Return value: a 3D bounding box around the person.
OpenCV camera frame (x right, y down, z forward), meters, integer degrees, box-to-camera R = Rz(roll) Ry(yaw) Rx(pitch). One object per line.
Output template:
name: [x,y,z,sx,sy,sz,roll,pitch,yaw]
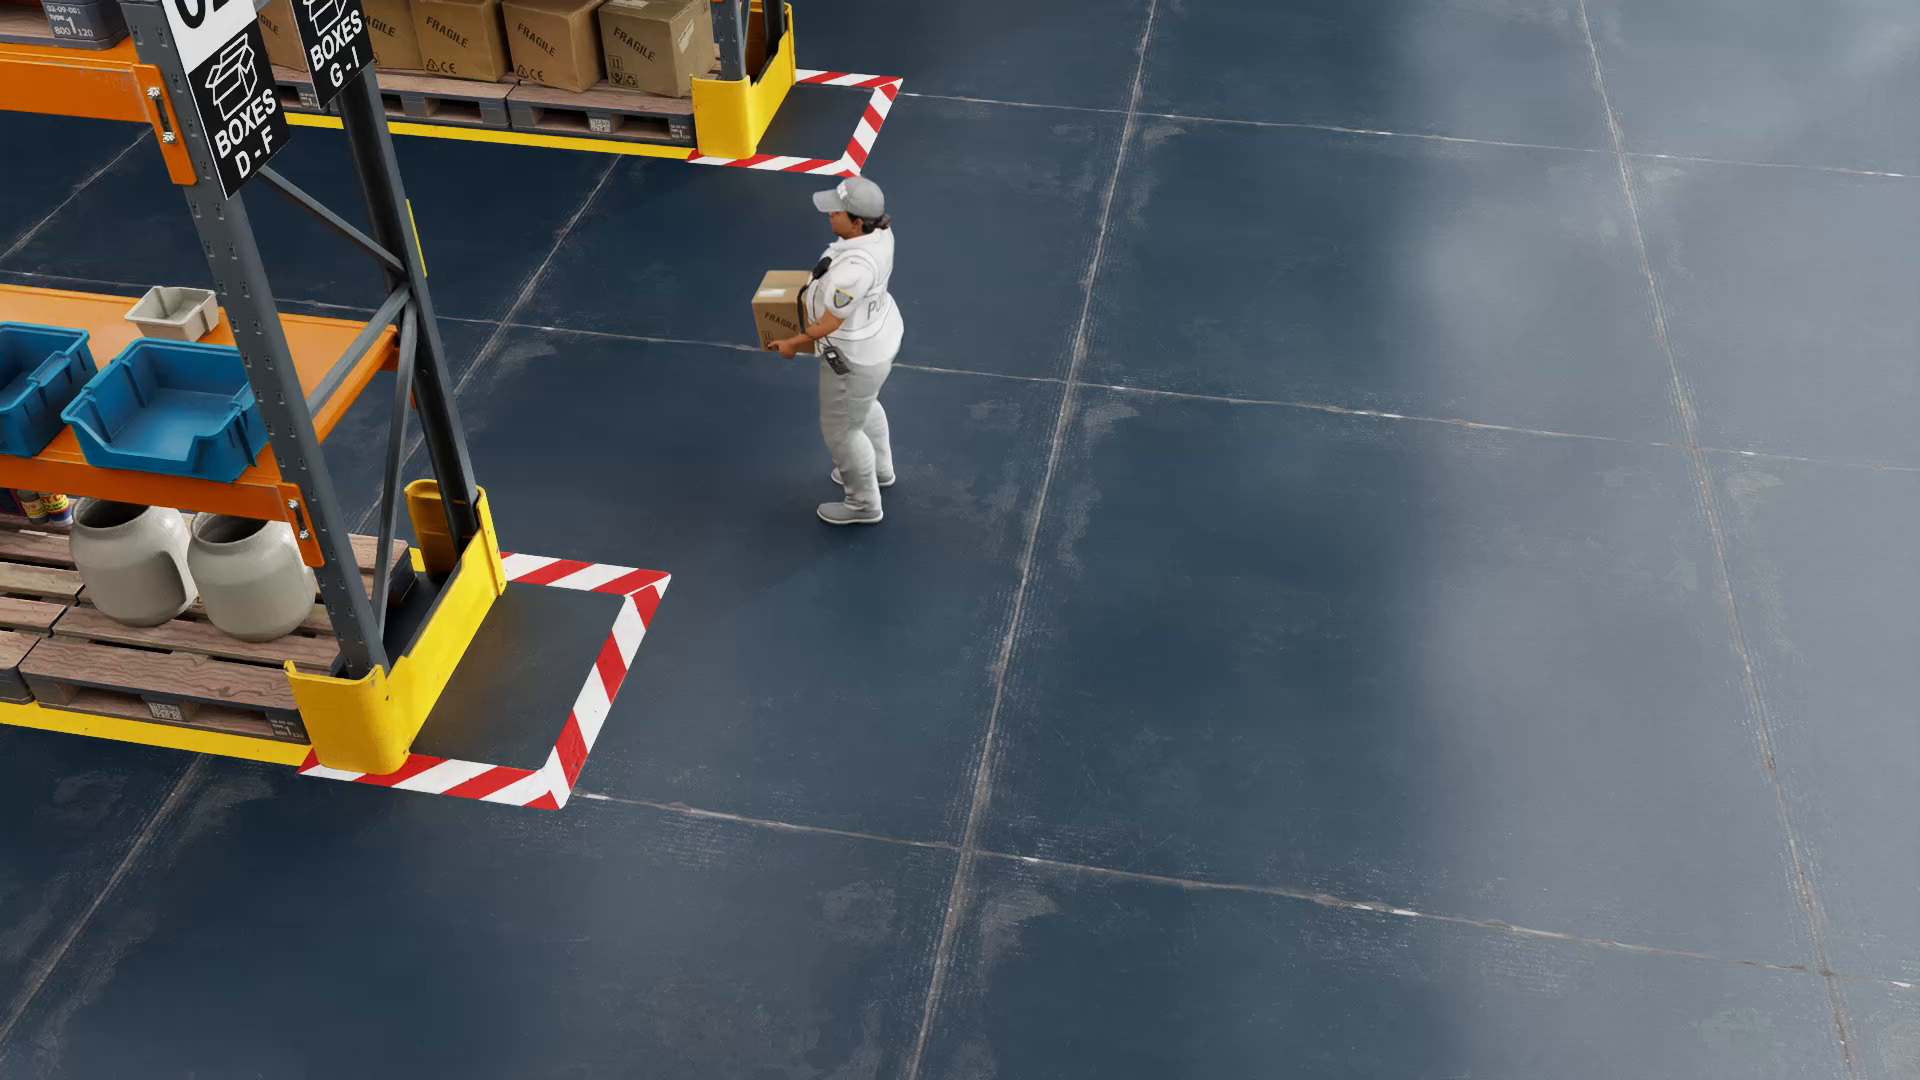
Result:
person: [-0.521,-0.815,7.109,0.541,1.657,0.455,7,41,8]
